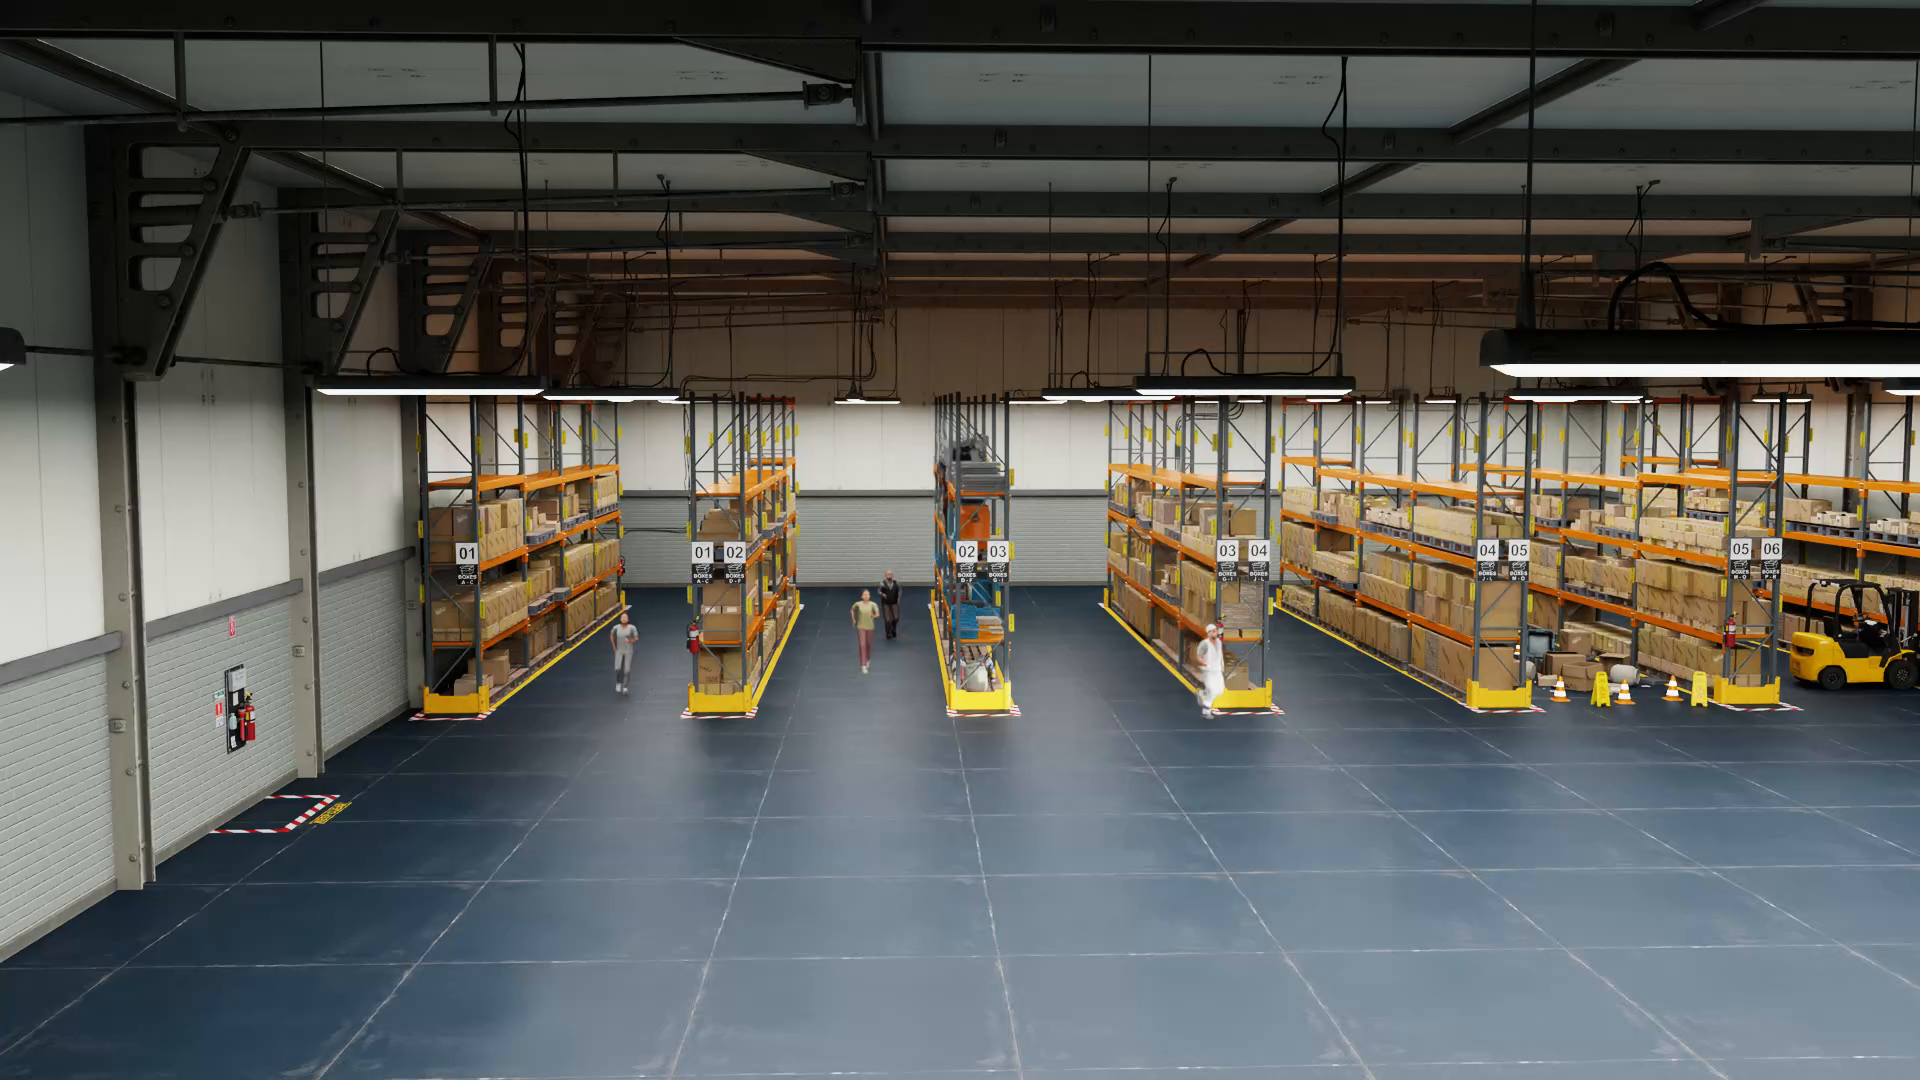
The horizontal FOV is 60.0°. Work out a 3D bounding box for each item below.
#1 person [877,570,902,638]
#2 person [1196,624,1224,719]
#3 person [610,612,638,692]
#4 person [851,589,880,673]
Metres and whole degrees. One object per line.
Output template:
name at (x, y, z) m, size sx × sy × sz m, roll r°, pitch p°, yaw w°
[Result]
person at (-1.703, 1.597, 40.882) m, size 0.647 × 1.684 × 0.602 m, roll -1°, pitch 5°, yaw -11°
person at (4.608, 2.406, 30.618) m, size 0.685 × 1.745 × 0.672 m, roll -3°, pitch 6°, yaw -35°
person at (-6.693, 2.245, 33.151) m, size 0.564 × 1.629 × 0.628 m, roll -1°, pitch 5°, yaw -7°
person at (-1.938, 1.853, 34.345) m, size 0.564 × 1.691 × 0.865 m, roll -1°, pitch 5°, yaw -13°
